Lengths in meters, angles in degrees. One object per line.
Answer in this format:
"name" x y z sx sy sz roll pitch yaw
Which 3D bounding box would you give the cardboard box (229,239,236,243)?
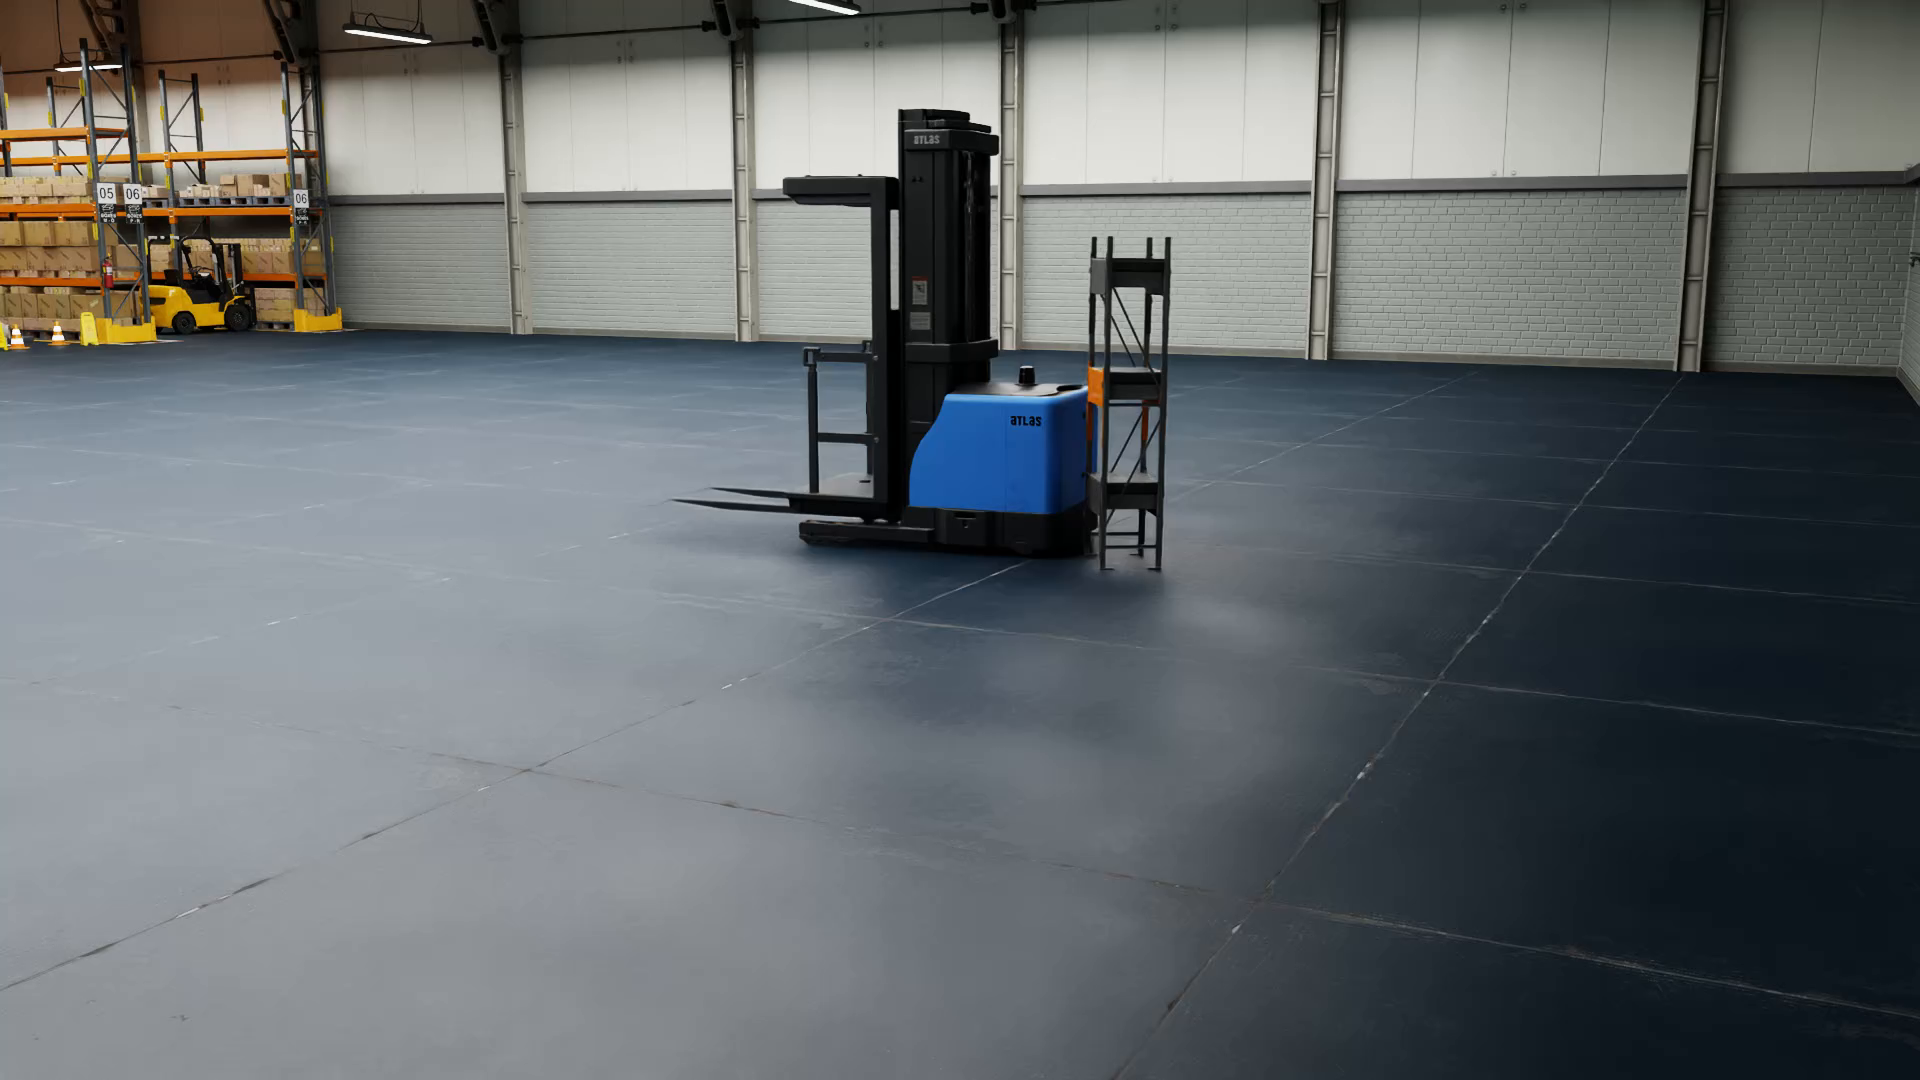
"cardboard box" -16.972 -7.020 39.156 0.250 0.149 0.380 5 11 26

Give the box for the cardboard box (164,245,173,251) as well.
"cardboard box" -18.953 -7.043 40.119 0.250 0.149 0.380 5 12 28

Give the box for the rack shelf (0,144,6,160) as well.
"rack shelf" -22.535 -8.449 36.288 4.000 0.370 1.077 5 11 26

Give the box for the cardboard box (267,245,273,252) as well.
"cardboard box" -15.844 -6.764 38.581 0.250 0.149 0.380 5 12 27

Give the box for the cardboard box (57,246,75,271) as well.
"cardboard box" -18.210 -5.809 34.290 0.500 0.500 0.500 5 11 26

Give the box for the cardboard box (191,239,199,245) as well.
"cardboard box" -18.111 -7.122 39.721 0.250 0.149 0.380 5 11 27

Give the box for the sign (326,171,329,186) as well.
"sign" -14.710 -8.401 38.627 0.005 0.325 0.100 5 11 26

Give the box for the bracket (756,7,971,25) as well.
"bracket" -1.884 -10.050 31.887 4.783 0.066 0.076 5 11 26

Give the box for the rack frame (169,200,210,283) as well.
"rack frame" -18.548 -6.683 40.233 0.127 3.000 1.000 5 11 26

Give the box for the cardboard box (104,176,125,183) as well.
"cardboard box" -17.382 -7.380 34.129 0.250 0.149 0.380 5 11 25

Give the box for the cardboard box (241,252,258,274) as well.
"cardboard box" -16.439 -6.496 38.922 0.500 0.500 0.500 5 11 25

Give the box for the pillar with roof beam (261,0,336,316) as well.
"pillar with roof beam" -17.091 -8.831 35.257 0.548 9.000 9.100 5 11 26

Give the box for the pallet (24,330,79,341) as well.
"pallet" -19.025 -4.375 35.309 1.213 0.211 1.003 5 11 26

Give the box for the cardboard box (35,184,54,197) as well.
"cardboard box" -18.650 -7.201 34.256 0.500 0.250 0.500 5 12 27

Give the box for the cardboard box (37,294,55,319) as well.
"cardboard box" -18.907 -4.900 34.819 0.500 0.500 0.500 5 11 24

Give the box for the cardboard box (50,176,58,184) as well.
"cardboard box" -18.460 -7.391 34.191 0.250 0.149 0.380 5 11 26

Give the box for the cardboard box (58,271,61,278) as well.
"cardboard box" -18.492 -5.530 34.570 0.250 0.149 0.380 5 11 27

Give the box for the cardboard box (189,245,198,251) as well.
"cardboard box" -18.146 -6.964 39.684 0.250 0.149 0.380 5 12 27

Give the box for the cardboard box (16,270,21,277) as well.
"cardboard box" -19.640 -5.622 35.074 0.250 0.149 0.380 5 11 26

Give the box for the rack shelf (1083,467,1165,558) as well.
"rack shelf" 1.064 -0.185 10.848 0.431 0.518 0.480 -1 10 -7

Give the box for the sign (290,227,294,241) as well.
"sign" -15.214 -6.969 37.895 0.005 0.325 0.100 5 11 26

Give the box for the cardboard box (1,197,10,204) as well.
"cardboard box" -19.882 -7.121 34.937 0.250 0.149 0.380 5 12 28

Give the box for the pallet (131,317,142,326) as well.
"pallet" -20.324 -5.459 41.298 1.213 0.211 1.003 5 11 26

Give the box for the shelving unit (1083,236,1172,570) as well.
"shelving unit" 1.071 -0.888 10.724 0.431 2.100 0.503 -1 10 -7

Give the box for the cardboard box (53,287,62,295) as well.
"cardboard box" -18.571 -5.177 34.524 0.250 0.149 0.380 5 12 27

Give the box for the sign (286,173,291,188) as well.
"sign" -15.214 -8.155 37.680 0.005 0.325 0.100 5 11 26

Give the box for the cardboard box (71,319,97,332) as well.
"cardboard box" -18.019 -4.451 34.442 0.500 0.250 0.500 5 11 26

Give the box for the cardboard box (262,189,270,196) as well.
"cardboard box" -15.838 -7.993 38.293 0.250 0.149 0.380 5 11 24

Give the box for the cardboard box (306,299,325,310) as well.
"cardboard box" -15.291 -5.538 39.043 0.500 0.250 0.500 5 12 27

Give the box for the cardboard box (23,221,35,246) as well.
"cardboard box" -19.048 -6.394 34.713 0.500 0.500 0.700 5 11 25

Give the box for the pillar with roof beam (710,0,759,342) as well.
"pillar with roof beam" -6.330 -7.885 30.032 0.548 9.000 9.100 5 11 26

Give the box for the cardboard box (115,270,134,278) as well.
"cardboard box" -17.367 -5.511 34.463 0.250 0.149 0.380 5 11 26

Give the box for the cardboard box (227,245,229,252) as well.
"cardboard box" -17.001 -6.859 39.105 0.250 0.149 0.380 5 11 25

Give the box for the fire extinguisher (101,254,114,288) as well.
"fire extinguisher" -17.255 -5.454 33.660 0.183 0.674 0.296 5 11 26

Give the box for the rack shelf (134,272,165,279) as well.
"rack shelf" -20.342 -6.487 41.168 4.000 0.370 1.077 5 11 26

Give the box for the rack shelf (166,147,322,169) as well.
"rack shelf" -16.755 -8.927 38.928 4.000 0.370 1.077 5 11 26

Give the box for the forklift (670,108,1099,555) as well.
"forklift" -0.587 -1.482 11.687 3.031 2.935 1.130 4 11 20

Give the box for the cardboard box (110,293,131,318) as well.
"cardboard box" -17.776 -4.907 34.856 0.500 0.500 0.500 5 11 24

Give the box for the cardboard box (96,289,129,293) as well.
"cardboard box" -20.992 -5.935 41.588 0.625 0.625 0.875 5 12 28

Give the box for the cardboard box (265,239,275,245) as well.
"cardboard box" -15.857 -6.908 38.538 0.250 0.149 0.380 5 12 27

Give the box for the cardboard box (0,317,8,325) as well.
"cardboard box" -20.331 -4.654 35.564 0.500 0.250 0.500 4 11 23

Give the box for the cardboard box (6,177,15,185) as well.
"cardboard box" -19.655 -7.483 34.699 0.250 0.149 0.380 5 11 24

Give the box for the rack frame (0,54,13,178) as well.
"rack frame" -20.741 -8.842 35.317 0.127 3.000 1.000 5 11 26

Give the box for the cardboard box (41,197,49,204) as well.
"cardboard box" -18.734 -7.016 34.356 0.250 0.149 0.380 5 11 24

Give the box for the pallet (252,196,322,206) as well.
"pallet" -15.584 -7.860 38.563 1.213 0.211 1.003 5 11 26

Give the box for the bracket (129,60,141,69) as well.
"bracket" -20.352 -11.673 40.854 0.430 0.232 0.235 5 11 26

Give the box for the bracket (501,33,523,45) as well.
"bracket" -9.591 -10.728 35.629 0.430 0.232 0.235 5 11 26

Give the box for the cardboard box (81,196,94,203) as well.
"cardboard box" -17.598 -6.911 33.774 0.250 0.149 0.380 5 11 26

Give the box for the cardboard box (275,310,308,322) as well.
"cardboard box" -15.522 -5.208 38.625 0.500 0.250 0.500 5 11 26

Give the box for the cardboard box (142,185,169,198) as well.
"cardboard box" -19.305 -8.389 40.028 0.500 0.311 0.500 5 11 24

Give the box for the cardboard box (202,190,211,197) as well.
"cardboard box" -17.591 -8.147 39.144 0.250 0.149 0.380 5 12 28

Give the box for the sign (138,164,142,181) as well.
"sign" -16.914 -7.568 34.244 0.005 0.325 0.100 5 11 26

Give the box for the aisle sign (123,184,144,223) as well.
"aisle sign" -16.961 -6.899 34.125 0.004 0.787 0.394 5 11 26

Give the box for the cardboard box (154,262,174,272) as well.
"cardboard box" -19.116 -6.607 40.235 0.500 0.250 0.500 5 12 27

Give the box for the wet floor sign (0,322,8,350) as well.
"wet floor sign" -18.351 -3.932 31.642 0.232 0.644 0.267 3 11 16
